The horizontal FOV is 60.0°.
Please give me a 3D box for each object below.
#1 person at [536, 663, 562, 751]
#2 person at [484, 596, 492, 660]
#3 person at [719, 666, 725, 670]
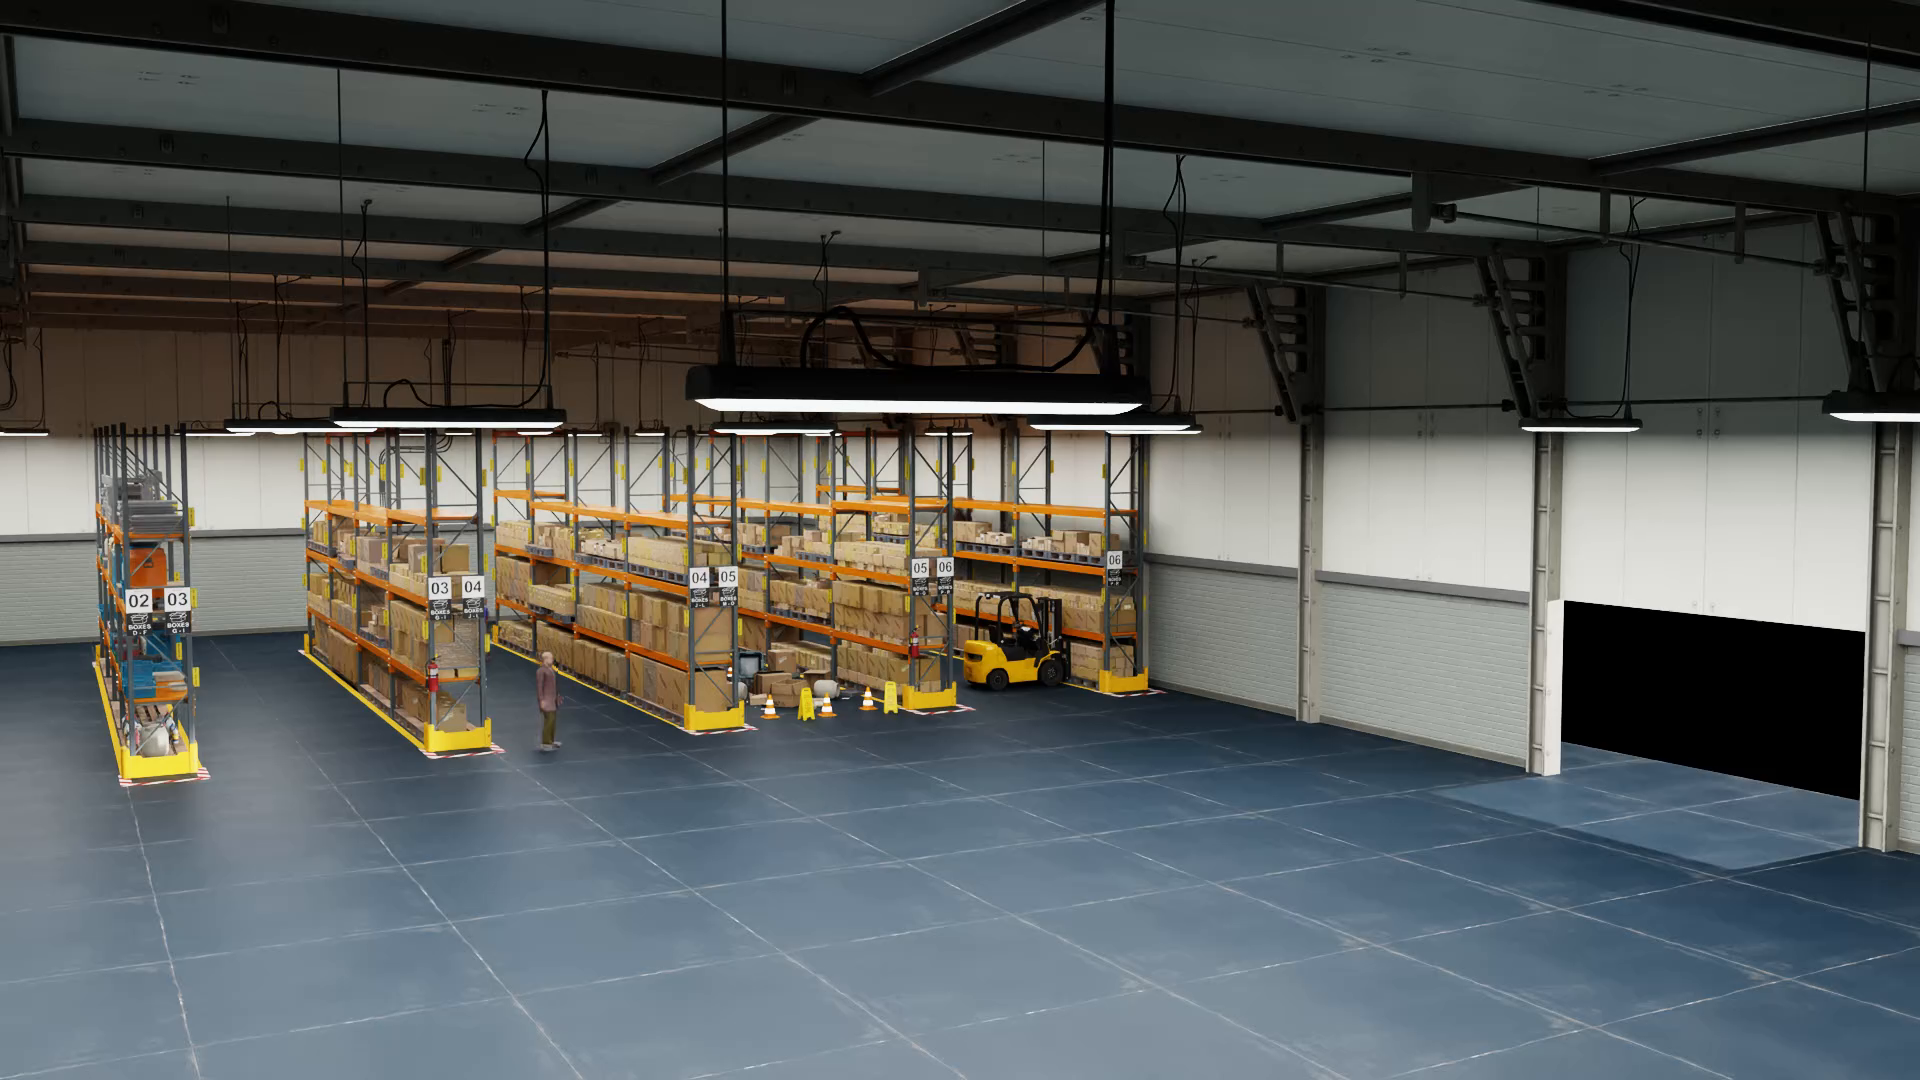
[{"bbox_3d":[-7.598,3.083,30.876,0.437,1.617,0.654,0,3,4],"label":"person"},{"bbox_3d":[-12.339,2.276,43.083,0.501,1.661,0.388,3,5,42],"label":"person"},{"bbox_3d":[-5.960,2.450,40.383,0.535,1.665,0.454,1,4,23],"label":"person"}]
